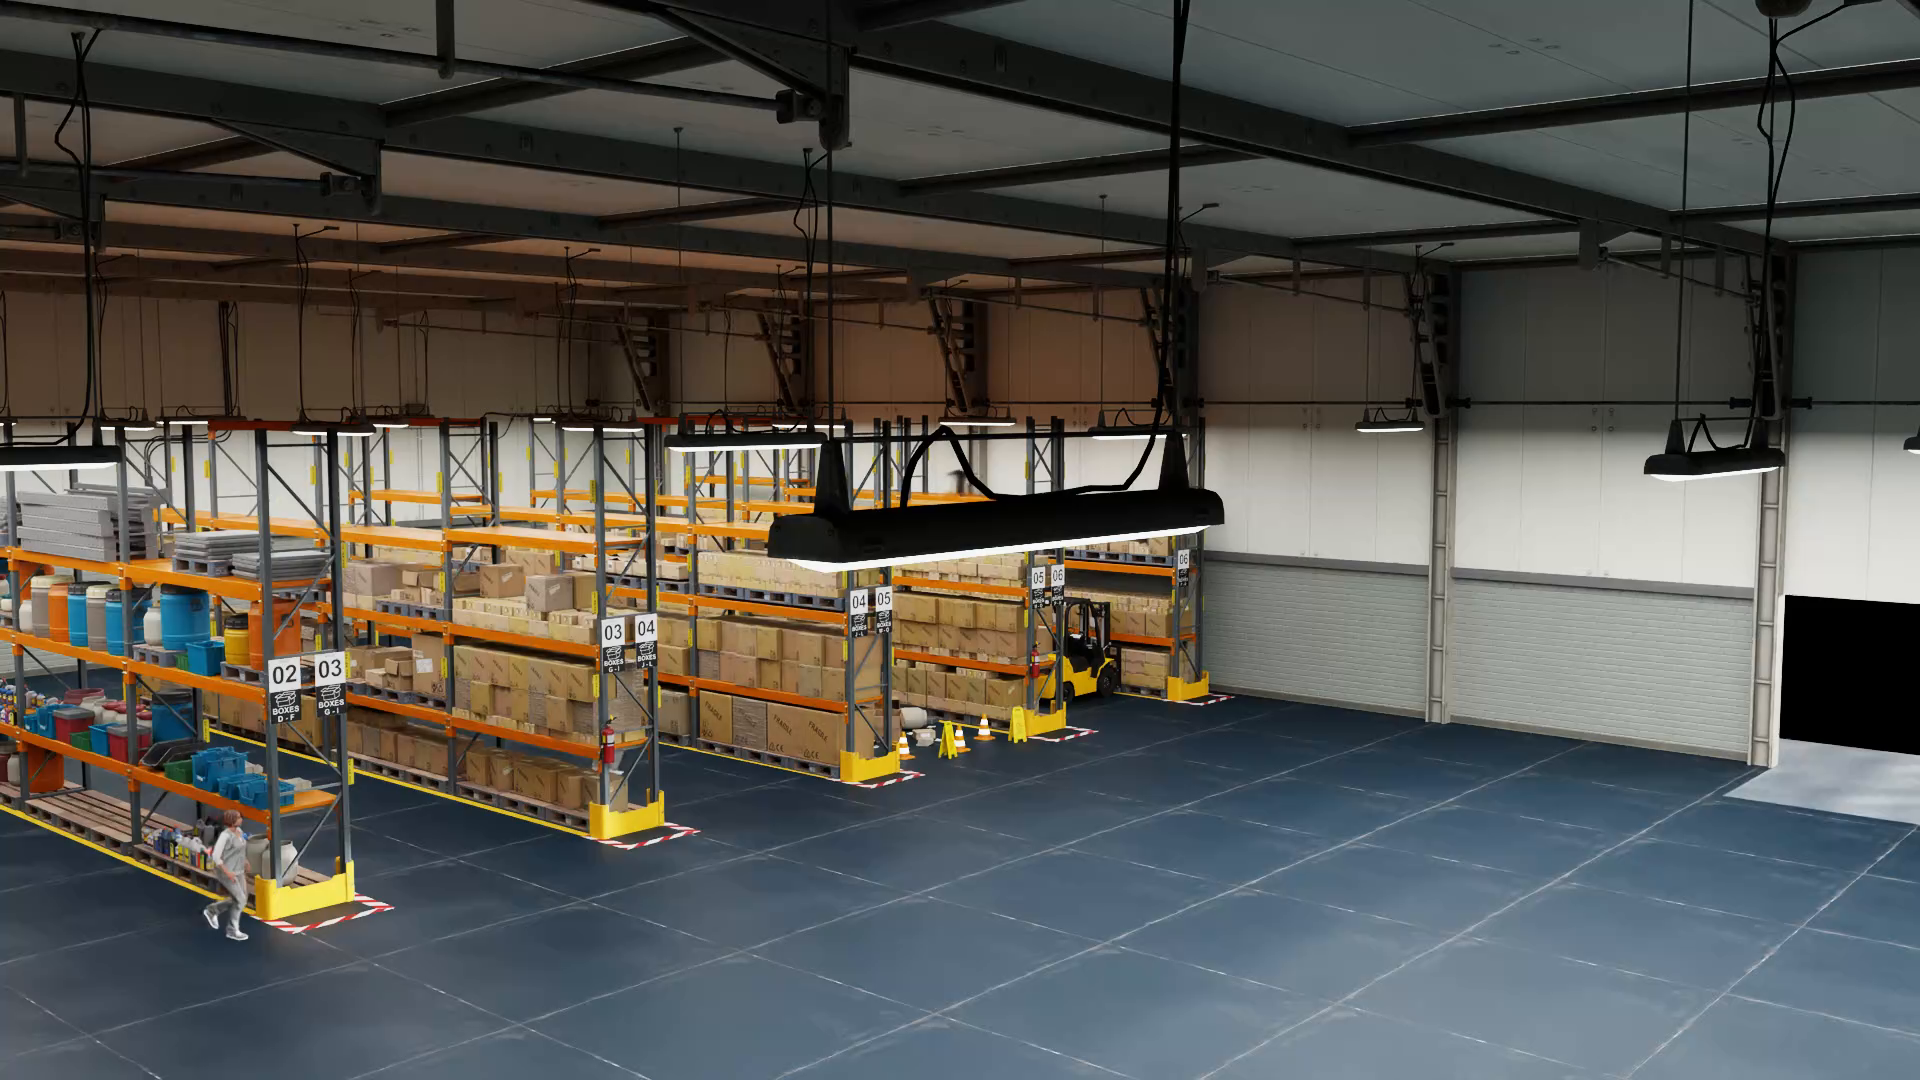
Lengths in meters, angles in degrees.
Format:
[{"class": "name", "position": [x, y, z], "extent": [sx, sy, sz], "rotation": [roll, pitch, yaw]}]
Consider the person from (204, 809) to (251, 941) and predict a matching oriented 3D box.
[{"class": "person", "position": [-8.671, 3.935, 19.572], "extent": [0.567, 1.563, 0.565], "rotation": [0, 5, 2]}]

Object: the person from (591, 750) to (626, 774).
[{"class": "person", "position": [-5.913, 3.194, 28.386], "extent": [0.764, 1.608, 0.612], "rotation": [-1, 5, -12]}]
